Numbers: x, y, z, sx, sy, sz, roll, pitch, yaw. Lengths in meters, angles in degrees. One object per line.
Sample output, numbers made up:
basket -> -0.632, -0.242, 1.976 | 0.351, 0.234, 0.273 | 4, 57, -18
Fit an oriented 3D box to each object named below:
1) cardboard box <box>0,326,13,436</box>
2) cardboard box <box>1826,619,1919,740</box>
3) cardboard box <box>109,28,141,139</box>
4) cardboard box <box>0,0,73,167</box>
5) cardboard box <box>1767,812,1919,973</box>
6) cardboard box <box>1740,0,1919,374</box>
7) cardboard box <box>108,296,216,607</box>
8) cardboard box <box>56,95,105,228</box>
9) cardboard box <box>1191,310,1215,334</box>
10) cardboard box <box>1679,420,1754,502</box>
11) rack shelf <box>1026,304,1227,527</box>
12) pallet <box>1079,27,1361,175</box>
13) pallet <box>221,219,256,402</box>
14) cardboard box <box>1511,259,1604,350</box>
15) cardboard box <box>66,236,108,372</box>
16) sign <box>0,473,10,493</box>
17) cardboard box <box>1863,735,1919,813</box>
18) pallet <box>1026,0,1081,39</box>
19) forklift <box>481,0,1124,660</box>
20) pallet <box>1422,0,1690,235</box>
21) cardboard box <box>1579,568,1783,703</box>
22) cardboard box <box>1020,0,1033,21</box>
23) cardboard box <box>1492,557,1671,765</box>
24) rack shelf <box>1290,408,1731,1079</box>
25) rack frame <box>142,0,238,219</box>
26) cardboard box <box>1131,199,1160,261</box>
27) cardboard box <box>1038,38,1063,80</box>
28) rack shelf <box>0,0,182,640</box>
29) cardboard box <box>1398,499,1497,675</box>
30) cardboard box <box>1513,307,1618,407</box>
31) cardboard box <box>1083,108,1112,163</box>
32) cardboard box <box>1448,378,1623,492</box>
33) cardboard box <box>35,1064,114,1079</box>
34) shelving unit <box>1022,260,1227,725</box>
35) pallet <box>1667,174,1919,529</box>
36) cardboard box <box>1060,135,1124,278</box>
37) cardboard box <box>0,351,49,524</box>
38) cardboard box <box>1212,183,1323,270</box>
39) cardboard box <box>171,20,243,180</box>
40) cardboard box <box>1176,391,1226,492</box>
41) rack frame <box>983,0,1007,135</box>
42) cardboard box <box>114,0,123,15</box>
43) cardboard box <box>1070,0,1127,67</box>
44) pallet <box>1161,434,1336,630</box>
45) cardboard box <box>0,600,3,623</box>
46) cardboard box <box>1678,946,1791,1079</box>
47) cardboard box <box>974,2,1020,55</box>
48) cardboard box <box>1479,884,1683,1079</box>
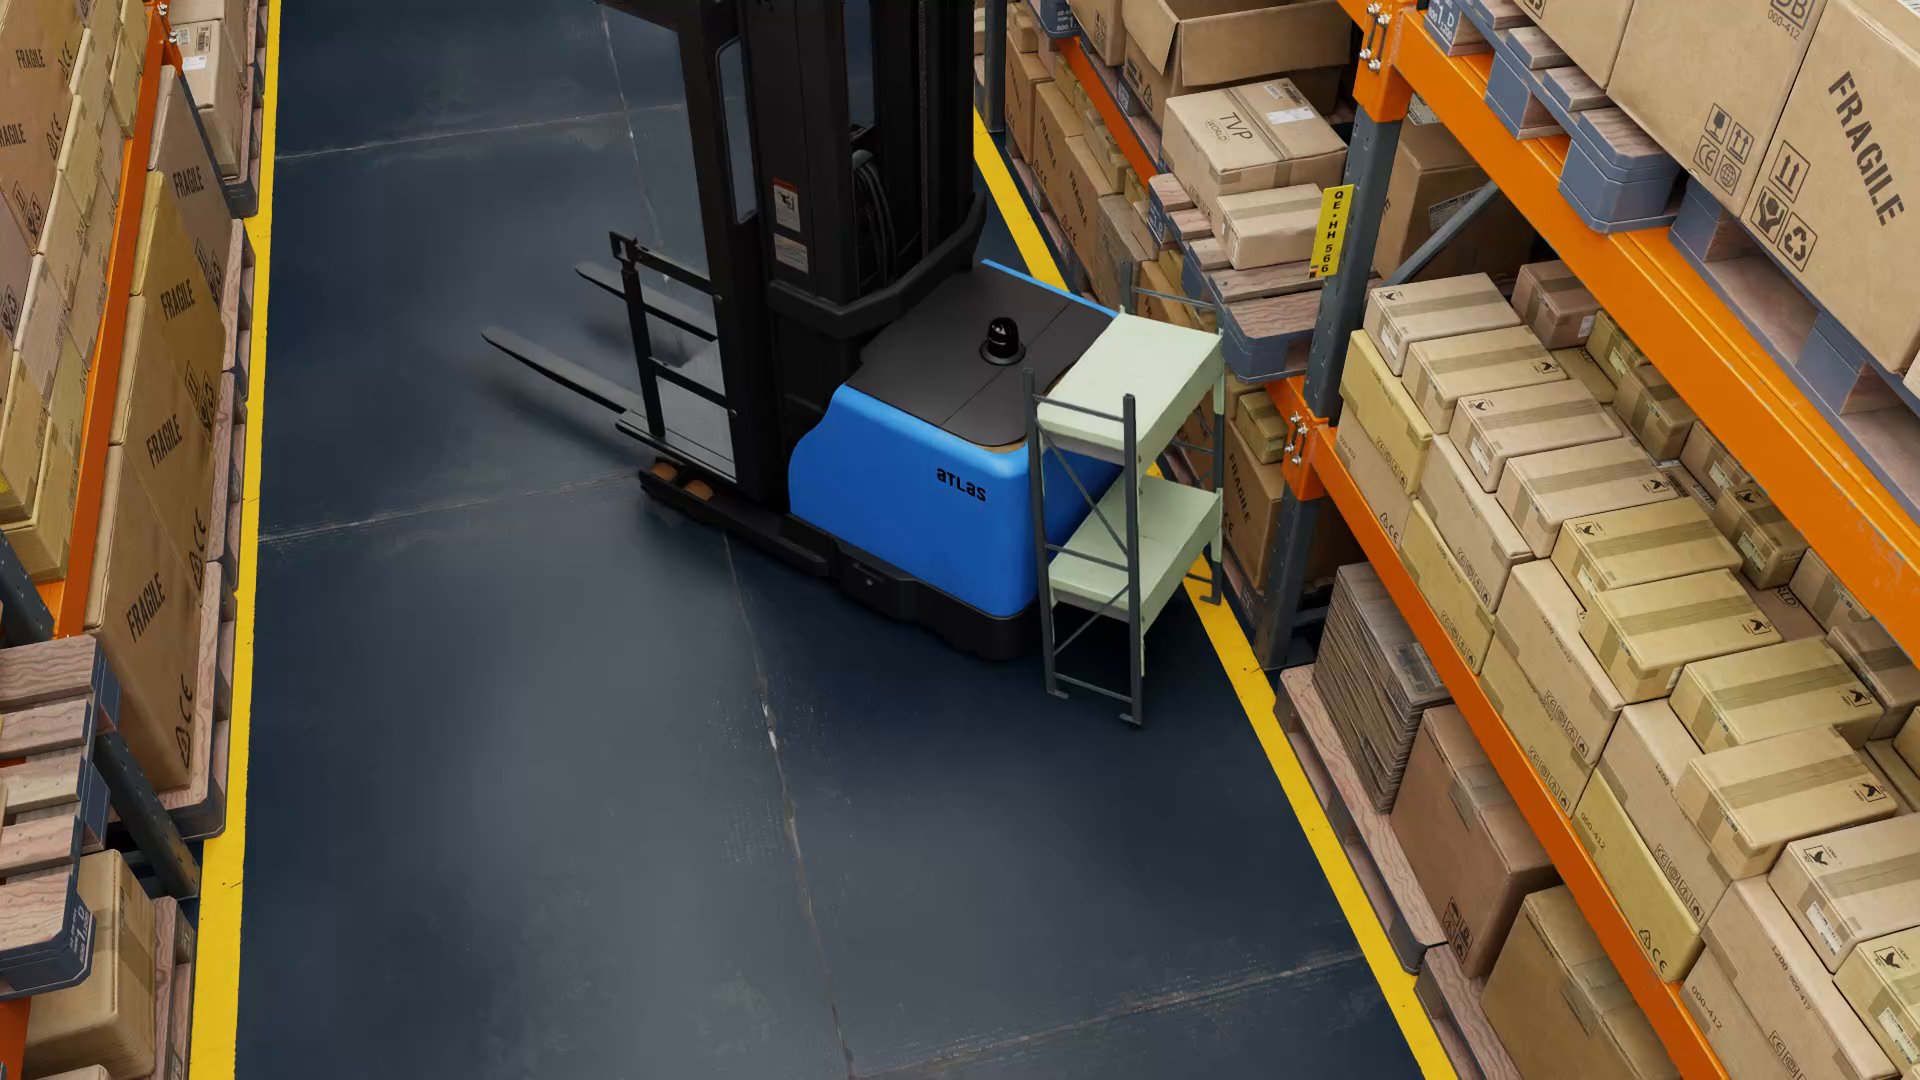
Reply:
cardboard box -> -3.033, -0.525, 4.645 | 0.500, 0.500, 0.500 | -12, 47, -12
cardboard box -> 2.344, 0.317, 4.066 | 0.380, 0.149, 0.250 | -9, 46, -9
cardboard box -> -3.680, -1.849, 6.817 | 0.500, 0.250, 0.500 | -11, 47, -11
cardboard box -> -3.413, -1.575, 5.674 | 0.500, 0.500, 0.500 | -10, 46, -10
cardboard box -> 2.020, 0.762, 3.629 | 0.380, 0.149, 0.250 | -10, 46, -10
cardboard box -> 1.864, -0.685, 3.037 | 0.500, 0.500, 0.500 | -10, 46, -9
cardboard box -> -3.464, -0.267, 6.356 | 0.875, 0.875, 0.875 | -10, 46, -10
cardboard box -> -3.399, -1.328, 5.957 | 0.500, 0.250, 0.500 | -10, 46, -10
cardboard box -> 1.158, -0.831, 6.717 | 0.380, 0.149, 0.250 | -12, 47, -12
cardboard box -> 2.245, -0.233, 4.604 | 0.380, 0.149, 0.250 | -12, 47, -11
rack shelf -> 0.596, -0.449, 5.839 | 0.431, 0.370, 0.720 | 17, 45, 26
pallet -> 1.151, -1.940, 6.936 | 1.003, 0.211, 1.213 | -11, 47, -10
pallet -> -3.897, -1.022, 7.854 | 1.003, 0.211, 1.213 | -11, 47, -10
cardboard box -> 1.933, -0.740, 5.101 | 0.380, 0.149, 0.250 | -9, 46, -9
cardboard box -> -3.303, -0.801, 5.790 | 0.500, 0.250, 0.500 | -9, 46, -9
sign -> -2.621, -0.238, 4.379 | 0.100, 0.325, 0.005 | -11, 47, -10
cardboard box -> 2.417, 0.520, 4.146 | 0.500, 0.250, 0.500 | -12, 47, -11
pallet -> 0.729, -2.788, 7.767 | 1.003, 0.211, 1.213 | -11, 47, -10
forklift -> -0.761, -1.401, 6.321 | 3.031, 2.935, 1.130 | 26, 51, 23
pallet -> 1.914, -1.197, 4.105 | 1.213, 0.211, 1.003 | -9, 46, -8
cardboard box -> 1.791, 0.236, 4.145 | 0.380, 0.149, 0.250 | -10, 46, -9
cardboard box -> 0.523, -2.745, 8.384 | 0.380, 0.149, 0.250 | -11, 47, -11
cardboard box -> 1.775, 0.274, 4.387 | 0.500, 0.250, 0.500 | -12, 47, -11
rack shelf -> 2.166, 0.968, 4.456 | 1.077, 0.370, 4.000 | -11, 47, -10
rack frame -> -4.168, -2.517, 7.367 | 1.000, 3.000, 0.127 | -11, 47, -10
cardboard box -> 0.970, -1.379, 7.254 | 0.380, 0.149, 0.250 | -13, 47, -12
cardboard box -> 0.610, -2.452, 8.306 | 0.380, 0.149, 0.250 | -12, 47, -11
rack shelf -> -3.656, -0.884, 6.270 | 1.077, 0.370, 4.000 | -11, 47, -10
cardboard box -> 1.655, 0.087, 4.921 | 0.500, 0.250, 0.500 | -12, 47, -11
cardboard box -> 2.037, -0.528, 5.173 | 0.500, 0.250, 0.500 | -10, 46, -9
cardboard box -> 0.798, -1.911, 7.775 | 0.380, 0.149, 0.250 | -11, 47, -10
cardboard box -> 1.611, -0.296, 4.667 | 0.380, 0.149, 0.250 | -10, 46, -9
cardboard box -> -2.812, 1.918, 4.567 | 0.950, 0.372, 0.625 | -12, 47, -11
shelving unit -> 0.630, -0.152, 6.088 | 0.431, 1.500, 0.755 | 17, 45, 26
pallet -> 2.203, -0.425, 3.349 | 1.003, 0.211, 1.213 | -9, 46, -8
cardboard box -> 0.805, -1.612, 7.937 | 0.500, 0.500, 0.500 | -12, 47, -11
cardboard box -> -3.034, -0.272, 4.922 | 0.500, 0.250, 0.500 | -11, 47, -11
cardboard box -> 1.115, -1.107, 5.868 | 0.380, 0.149, 0.250 | -10, 46, -10
cardboard box -> -4.225, -2.220, 8.576 | 0.875, 0.438, 0.875 | -11, 47, -11
cardboard box -> 1.220, -0.537, 6.883 | 0.500, 0.500, 0.500 | -11, 47, -11
rack frame -> 0.630, -3.427, 8.259 | 1.000, 3.000, 0.127 | -11, 47, -10
cardboard box -> -3.820, -2.379, 6.987 | 0.500, 0.250, 0.500 | -11, 47, -10
cardboard box -> 0.871, -2.334, 6.824 | 0.700, 0.500, 0.500 | -11, 47, -11
pallet -> 1.499, -0.211, 7.060 | 1.003, 0.211, 1.213 | -11, 47, -10
cardboard box -> -2.758, 0.222, 4.111 | 0.500, 0.500, 0.500 | -12, 47, -11
cardboard box -> 2.064, 1.154, 3.874 | 0.500, 0.250, 0.500 | -10, 47, -10
cardboard box -> 0.203, -2.907, 9.451 | 0.380, 0.149, 0.250 | -12, 47, -12
cardboard box -> 2.148, 1.367, 4.930 | 0.875, 0.625, 0.625 | -12, 47, -12
